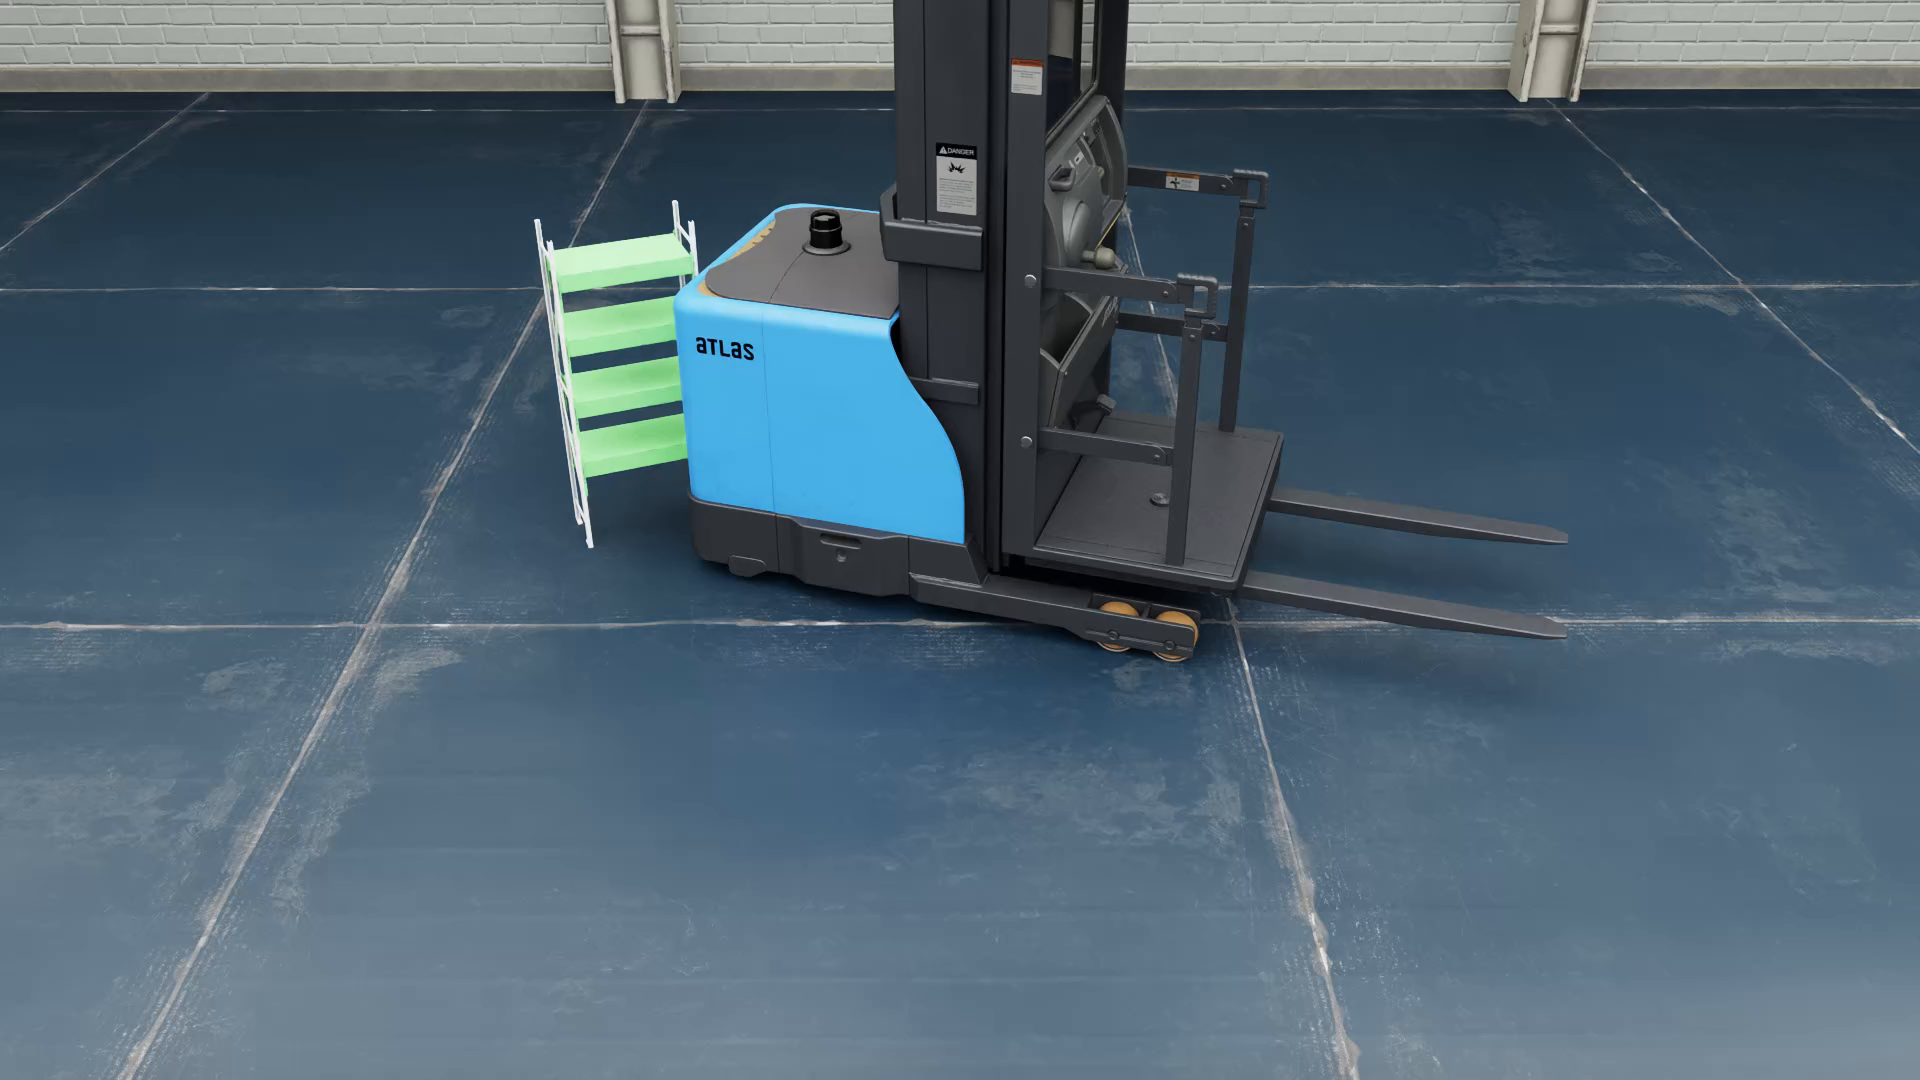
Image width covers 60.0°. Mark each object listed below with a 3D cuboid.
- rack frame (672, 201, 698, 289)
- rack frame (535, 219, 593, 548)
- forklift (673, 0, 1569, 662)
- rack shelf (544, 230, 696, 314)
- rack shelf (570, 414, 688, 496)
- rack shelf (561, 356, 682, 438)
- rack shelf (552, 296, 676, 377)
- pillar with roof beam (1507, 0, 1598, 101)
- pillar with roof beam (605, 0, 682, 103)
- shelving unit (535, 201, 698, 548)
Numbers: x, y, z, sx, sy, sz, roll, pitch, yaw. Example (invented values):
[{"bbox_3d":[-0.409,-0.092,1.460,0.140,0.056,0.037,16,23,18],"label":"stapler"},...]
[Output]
[{"bbox_3d":[-0.973,-0.640,6.148,0.015,1.200,0.240,-12,33,-20],"label":"rack frame"},{"bbox_3d":[-1.422,-0.541,5.985,0.015,1.200,0.240,-12,33,-20],"label":"rack frame"},{"bbox_3d":[0.598,-1.155,5.327,3.031,2.935,1.130,9,32,15],"label":"forklift"},{"bbox_3d":[-1.197,-0.946,5.851,0.480,0.148,0.258,-12,33,-20],"label":"rack shelf"},{"bbox_3d":[-1.197,-0.331,6.224,0.480,0.148,0.258,-12,33,-20],"label":"rack shelf"},{"bbox_3d":[-1.197,-0.536,6.100,0.480,0.148,0.258,-12,33,-20],"label":"rack shelf"},{"bbox_3d":[-1.197,-0.741,5.975,0.480,0.148,0.258,-12,33,-20],"label":"rack shelf"},{"bbox_3d":[3.941,-4.612,5.176,0.400,9.000,9.100,0,31,0],"label":"pillar with roof beam"},{"bbox_3d":[-2.059,-4.593,5.146,0.400,9.000,9.100,0,31,0],"label":"pillar with roof beam"},{"bbox_3d":[-1.197,-0.591,6.067,0.503,1.200,0.258,-12,33,-20],"label":"shelving unit"}]
